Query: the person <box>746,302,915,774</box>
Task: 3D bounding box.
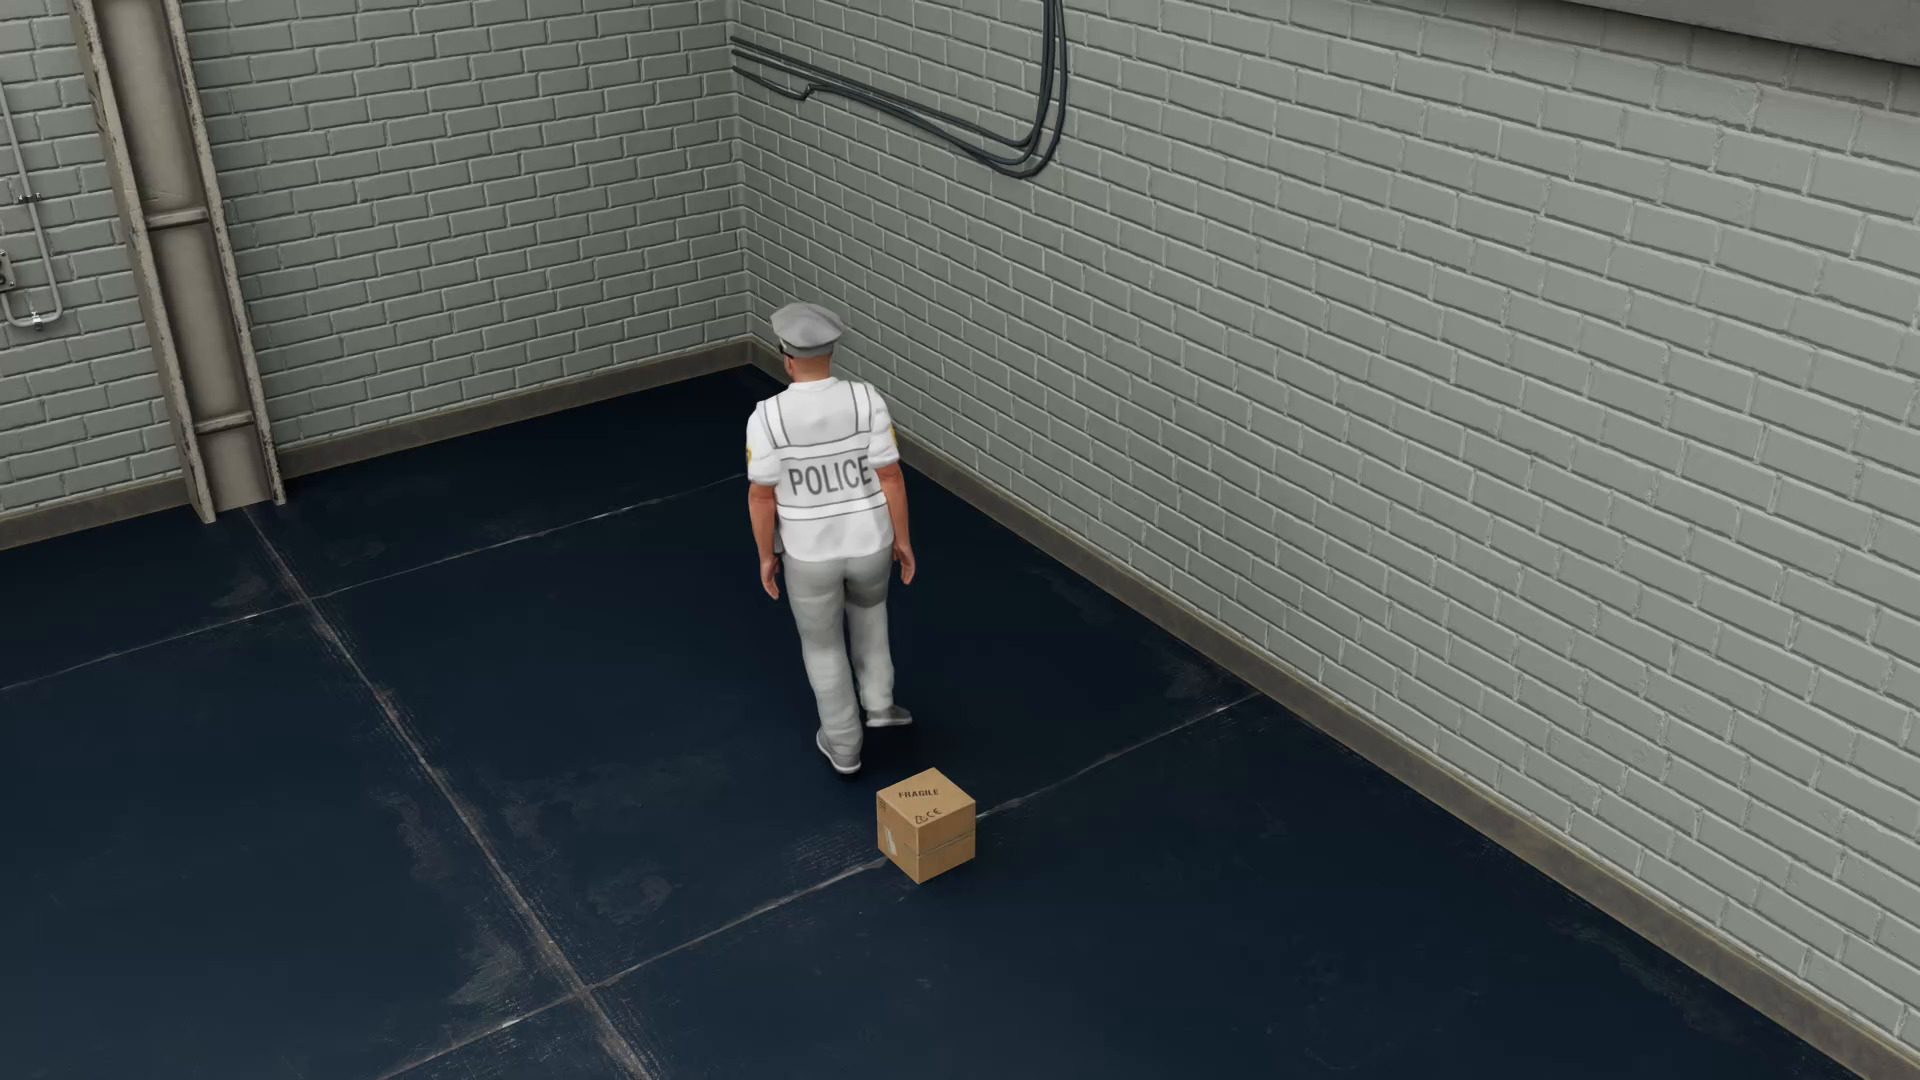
[{"bbox_3d":[-0.470,0.015,6.051,0.575,1.741,0.478,-9,30,-17],"label":"person"}]
